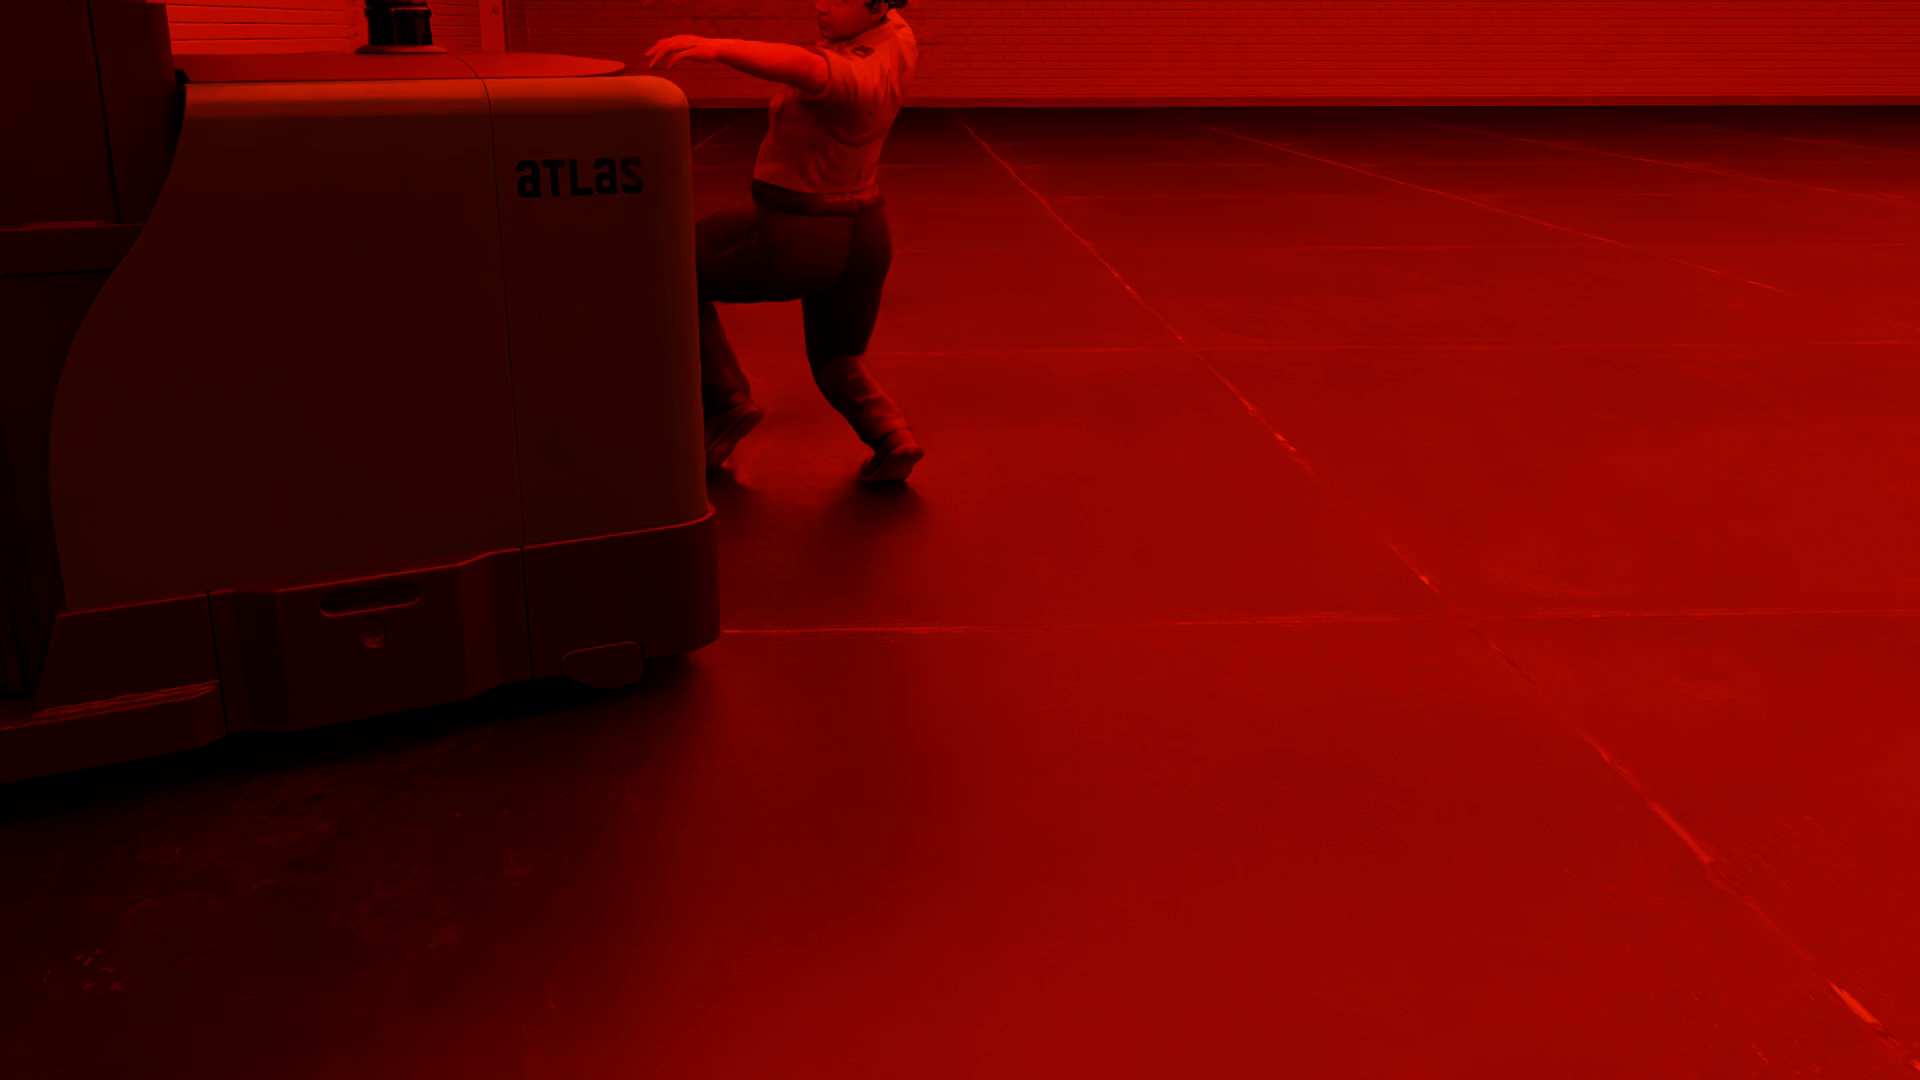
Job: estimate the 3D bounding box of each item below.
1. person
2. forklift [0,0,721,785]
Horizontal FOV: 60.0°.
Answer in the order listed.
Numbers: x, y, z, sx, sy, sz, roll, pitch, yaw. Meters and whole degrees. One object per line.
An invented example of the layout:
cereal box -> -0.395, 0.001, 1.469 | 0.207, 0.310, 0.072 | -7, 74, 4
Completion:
person -> -0.580, -0.811, 4.111 | 0.815, 1.509, 1.021 | 12, 21, 35
forklift -> -1.988, -1.064, 2.387 | 3.031, 2.935, 1.130 | -9, 19, -27
